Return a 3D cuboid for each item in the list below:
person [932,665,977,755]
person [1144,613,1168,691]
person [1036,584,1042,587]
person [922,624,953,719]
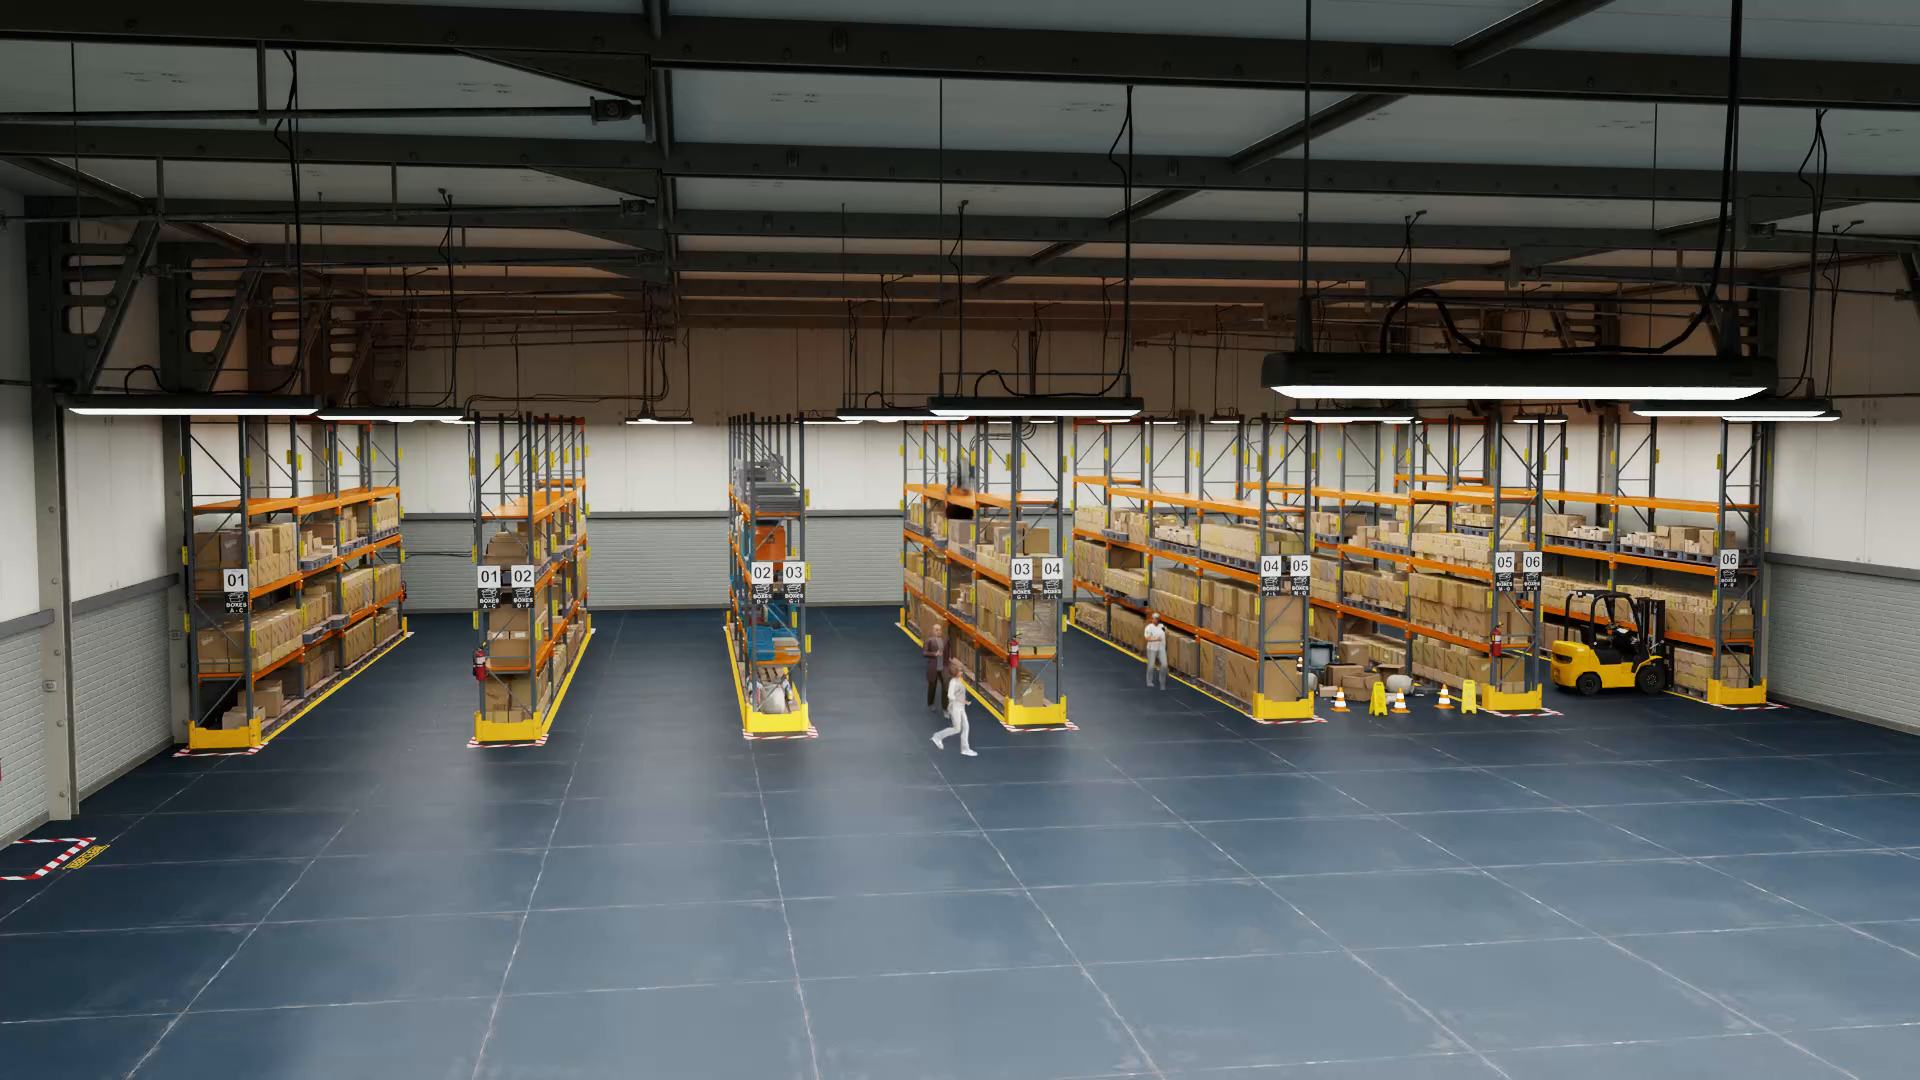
[{"bbox_3d":[-0.087,2.953,28.923,0.802,1.575,0.548,1,4,14],"label":"person"},{"bbox_3d":[4.284,2.438,36.252,0.576,1.712,0.716,-1,4,-11],"label":"person"},{"bbox_3d":[2.405,1.522,49.211,0.710,1.708,0.921,4,5,43],"label":"person"},{"bbox_3d":[-0.445,2.588,32.994,0.677,1.846,0.865,-1,4,-14],"label":"person"}]
